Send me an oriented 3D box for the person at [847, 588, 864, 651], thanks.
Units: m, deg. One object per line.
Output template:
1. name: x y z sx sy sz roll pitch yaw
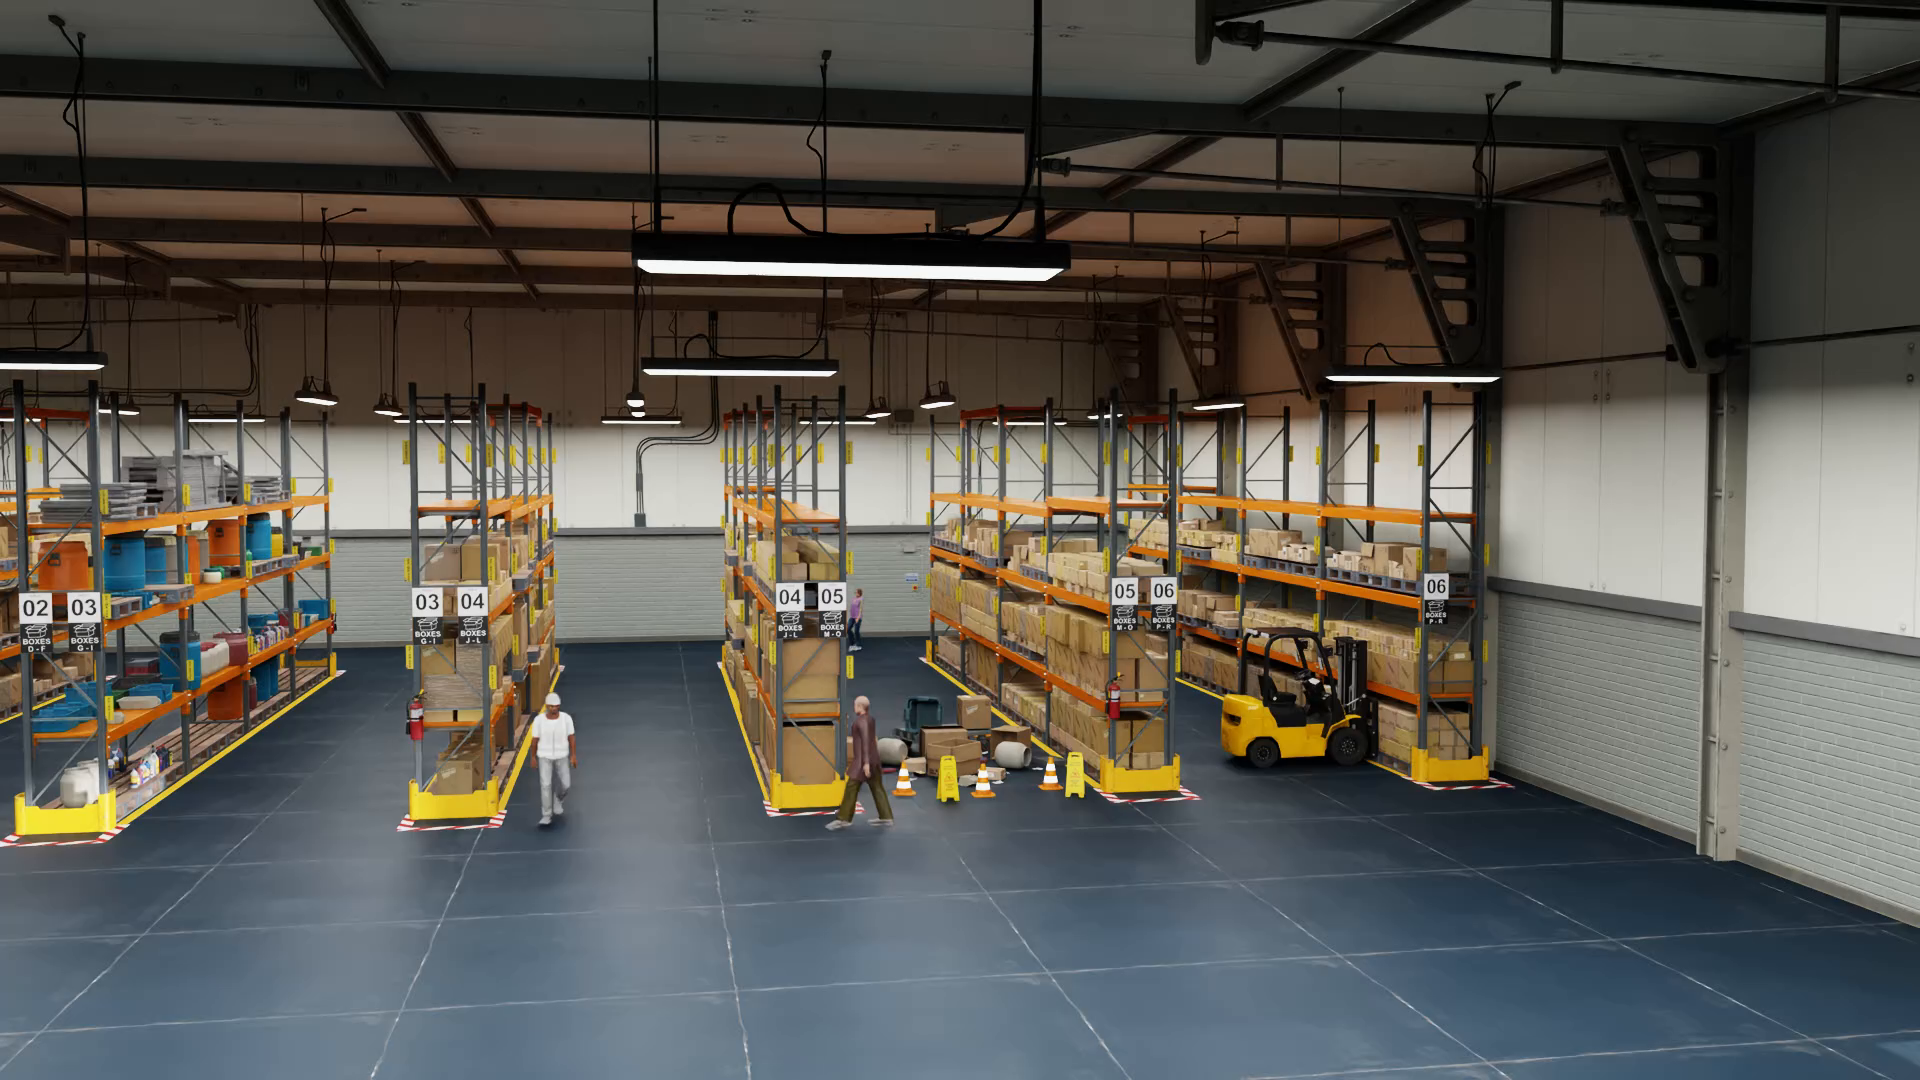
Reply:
1. person: -2.692 2.064 42.704 0.430 1.645 0.413 2 4 40

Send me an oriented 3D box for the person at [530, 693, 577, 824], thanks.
1. person: -5.573 2.964 22.795 0.622 1.761 0.677 -1 3 -18

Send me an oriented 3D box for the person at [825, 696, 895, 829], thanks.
1. person: -1.316 2.990 22.369 0.869 1.749 0.607 1 3 17
